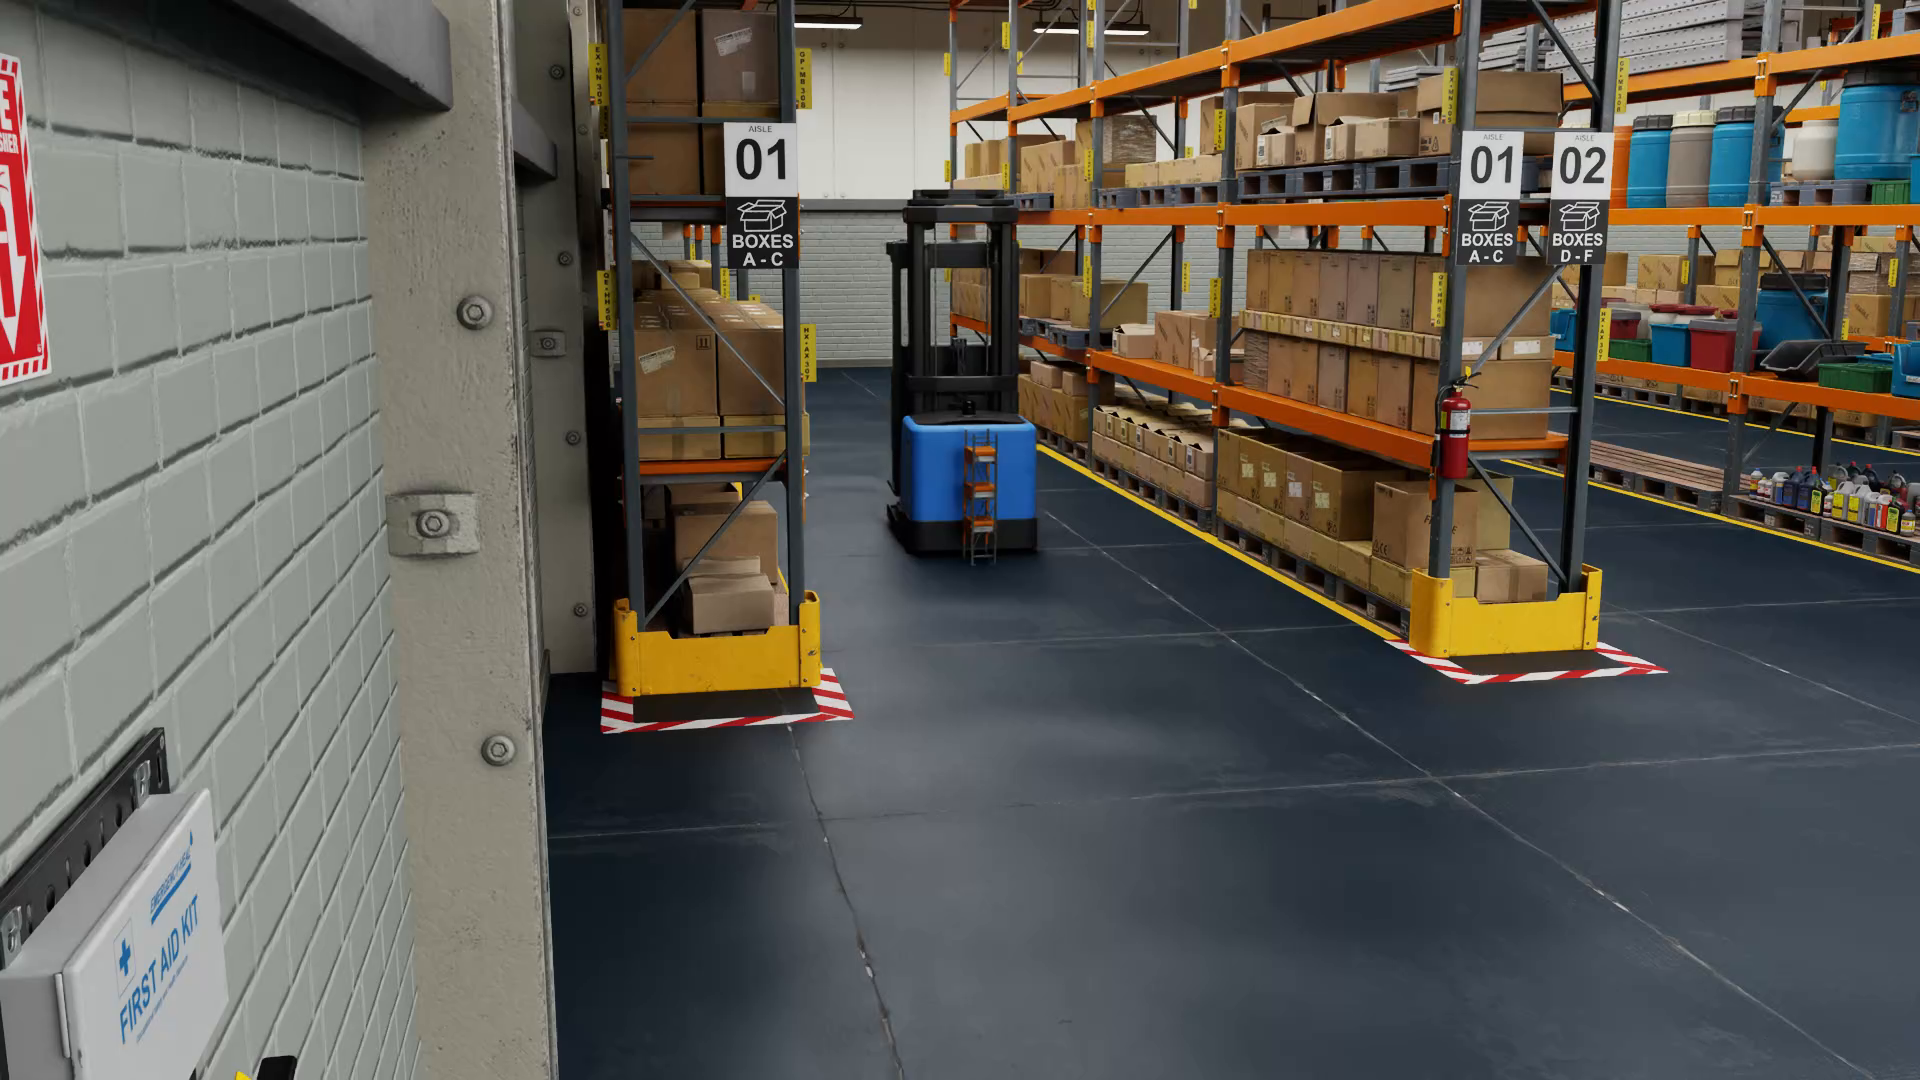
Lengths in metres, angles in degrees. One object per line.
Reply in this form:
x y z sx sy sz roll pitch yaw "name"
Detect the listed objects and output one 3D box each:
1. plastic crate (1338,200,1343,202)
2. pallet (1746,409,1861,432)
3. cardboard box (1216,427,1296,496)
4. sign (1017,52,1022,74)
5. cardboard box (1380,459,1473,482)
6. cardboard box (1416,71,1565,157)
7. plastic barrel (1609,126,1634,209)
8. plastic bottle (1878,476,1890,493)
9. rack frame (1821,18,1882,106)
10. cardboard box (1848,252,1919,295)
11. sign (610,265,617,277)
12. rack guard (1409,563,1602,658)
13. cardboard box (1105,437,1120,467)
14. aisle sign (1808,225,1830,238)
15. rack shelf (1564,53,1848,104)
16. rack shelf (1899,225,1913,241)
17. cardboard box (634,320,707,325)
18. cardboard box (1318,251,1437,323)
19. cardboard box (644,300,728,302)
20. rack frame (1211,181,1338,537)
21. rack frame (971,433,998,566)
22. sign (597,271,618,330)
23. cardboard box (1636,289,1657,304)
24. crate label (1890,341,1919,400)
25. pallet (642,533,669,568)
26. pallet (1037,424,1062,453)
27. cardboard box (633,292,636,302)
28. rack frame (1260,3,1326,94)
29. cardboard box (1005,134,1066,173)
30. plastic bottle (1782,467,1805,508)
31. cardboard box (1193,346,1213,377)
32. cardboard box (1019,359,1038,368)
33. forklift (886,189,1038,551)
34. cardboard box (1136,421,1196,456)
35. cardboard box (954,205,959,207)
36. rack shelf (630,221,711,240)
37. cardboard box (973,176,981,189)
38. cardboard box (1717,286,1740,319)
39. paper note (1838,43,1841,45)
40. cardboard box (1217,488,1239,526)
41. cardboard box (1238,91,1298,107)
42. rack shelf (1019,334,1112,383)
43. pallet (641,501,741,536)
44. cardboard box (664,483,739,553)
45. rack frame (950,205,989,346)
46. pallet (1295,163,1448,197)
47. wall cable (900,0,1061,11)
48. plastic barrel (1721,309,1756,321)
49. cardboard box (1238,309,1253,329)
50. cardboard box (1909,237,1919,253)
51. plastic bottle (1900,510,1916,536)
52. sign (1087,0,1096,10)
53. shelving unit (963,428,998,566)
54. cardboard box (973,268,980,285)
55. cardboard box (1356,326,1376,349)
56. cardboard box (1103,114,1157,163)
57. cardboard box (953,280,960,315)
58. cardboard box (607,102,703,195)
5.495 -4.724 23.417 0.416 0.233 0.300 -2 11 -11 "plastic crate"
11.308 -1.624 22.165 1.003 0.211 1.213 -2 11 -11 "pallet"
2.464 -0.658 13.855 0.500 0.500 0.500 -2 11 -11 "cardboard box"
0.896 -7.231 25.200 0.100 0.325 0.005 -2 11 -11 "sign"
3.364 -0.310 12.027 0.500 0.500 0.500 -2 11 -11 "cardboard box"
3.352 -2.701 10.571 0.797 0.503 0.637 -1 11 -7 "cardboard box"
6.837 -3.849 17.227 0.600 0.830 0.708 -2 11 -11 "plastic barrel"
8.059 -0.420 14.470 0.061 0.283 0.133 -1 11 -7 "plastic bottle"
14.950 -7.200 27.955 1.000 3.000 0.127 -2 11 -11 "rack frame"
11.495 -3.300 20.562 0.797 0.503 0.637 -2 11 -9 "cardboard box"
-3.499 -2.631 16.901 0.100 0.325 0.005 -2 11 -11 "sign"
3.464 0.436 10.570 1.175 0.500 0.348 -2 11 -11 "rack guard"
1.816 -0.920 17.241 0.500 0.250 0.500 -2 11 -13 "cardboard box"
14.642 -5.532 28.286 0.394 0.787 0.004 -2 11 -11 "aisle sign"
7.152 -4.474 16.627 1.077 0.370 4.000 -2 11 -11 "rack shelf"
12.010 -3.377 17.817 1.077 0.370 4.000 -2 11 -11 "rack shelf"
-1.788 -1.092 10.252 0.500 0.500 0.500 -2 11 -10 "cardboard box"
3.067 -1.859 12.206 0.700 0.500 0.500 -2 11 -11 "cardboard box"
-2.243 -1.709 13.710 0.700 0.500 0.500 -2 11 -11 "cardboard box"
2.681 -1.530 14.214 1.000 3.000 0.127 -2 11 -11 "rack frame"
0.192 -0.316 13.047 0.200 1.050 0.008 -3 13 -15 "rack frame"
-1.947 -1.323 9.185 0.100 0.325 0.005 -2 11 -11 "sign"
10.397 -3.596 24.671 0.500 0.250 0.500 -2 11 -9 "cardboard box"
7.695 -1.321 13.021 0.502 0.435 0.616 -2 11 -11 "crate label"
-2.012 0.142 12.884 1.003 0.211 1.213 -2 11 -11 "pallet"
1.561 -1.256 20.229 1.003 0.211 1.213 -2 11 -11 "pallet"
-3.306 -2.365 17.484 0.500 0.500 0.500 -2 11 -11 "cardboard box"
5.207 -6.858 26.159 1.000 3.000 0.127 -2 11 -11 "rack frame"
0.993 -5.099 22.001 0.700 0.500 0.500 -2 11 -11 "cardboard box"
7.291 -0.461 14.506 0.144 0.351 0.185 -2 11 -9 "plastic bottle"
2.330 -1.619 15.038 0.396 0.266 0.258 -2 11 -12 "cardboard box"
0.755 -2.332 23.924 0.797 0.503 0.637 -2 11 -11 "cardboard box"
-0.065 -1.573 14.623 1.130 2.935 3.031 -1 11 -7 "forklift"
2.025 -1.004 16.181 0.500 0.311 0.500 -2 11 -12 "cardboard box"
0.198 -5.027 24.967 0.500 0.250 0.500 -2 11 -11 "cardboard box"
-3.344 -3.570 18.832 1.077 0.370 4.000 -2 11 -11 "rack shelf"
0.479 -4.998 23.473 0.500 0.250 0.500 -2 11 -11 "cardboard box"
10.786 -3.221 22.827 0.500 0.500 0.500 -2 11 -11 "cardboard box"
14.512 -8.178 27.396 0.001 0.032 0.123 -2 11 -11 "paper note"
2.474 -0.290 13.927 0.500 0.250 0.500 -2 11 -11 "cardboard box"
2.600 -3.619 14.440 0.500 0.500 0.500 -2 11 -10 "cardboard box"
1.514 -2.277 20.063 1.077 0.370 4.000 -2 11 -11 "rack shelf"
-2.330 -0.122 14.274 1.003 0.211 1.213 -2 11 -11 "pallet"
-1.936 -0.149 12.464 0.500 0.500 0.500 -3 11 -15 "cardboard box"
0.347 -3.731 25.777 1.000 3.000 0.127 -2 11 -11 "rack frame"
3.106 -2.582 11.951 1.003 0.211 1.213 -2 11 -11 "pallet"
0.429 -10.949 30.285 3.097 2.526 0.112 -2 11 -11 "wall cable"
7.570 -1.960 16.108 0.433 0.535 0.433 0 11 0 "plastic barrel"
2.544 -1.842 13.848 0.380 0.149 0.250 -2 11 -11 "cardboard box"
15.180 -4.471 25.926 0.500 0.500 0.500 -2 11 -10 "cardboard box"
7.532 -0.138 13.209 0.097 0.201 0.097 0 11 0 "plastic bottle"
1.373 -5.687 17.299 0.100 0.325 0.005 -2 11 -11 "sign"
0.160 -0.342 13.162 0.215 1.050 0.252 -3 13 -15 "shelving unit"
0.476 -3.900 23.722 0.500 0.500 0.500 -2 11 -12 "cardboard box"
2.998 -1.417 11.615 0.380 0.149 0.250 -2 11 -9 "cardboard box"
1.825 -4.358 18.106 0.500 0.500 0.500 -2 11 -11 "cardboard box"
0.175 -3.689 25.290 0.500 0.500 0.500 -2 11 -10 "cardboard box"
-1.729 -2.216 9.471 0.500 0.500 0.500 -1 11 -7 "cardboard box"
